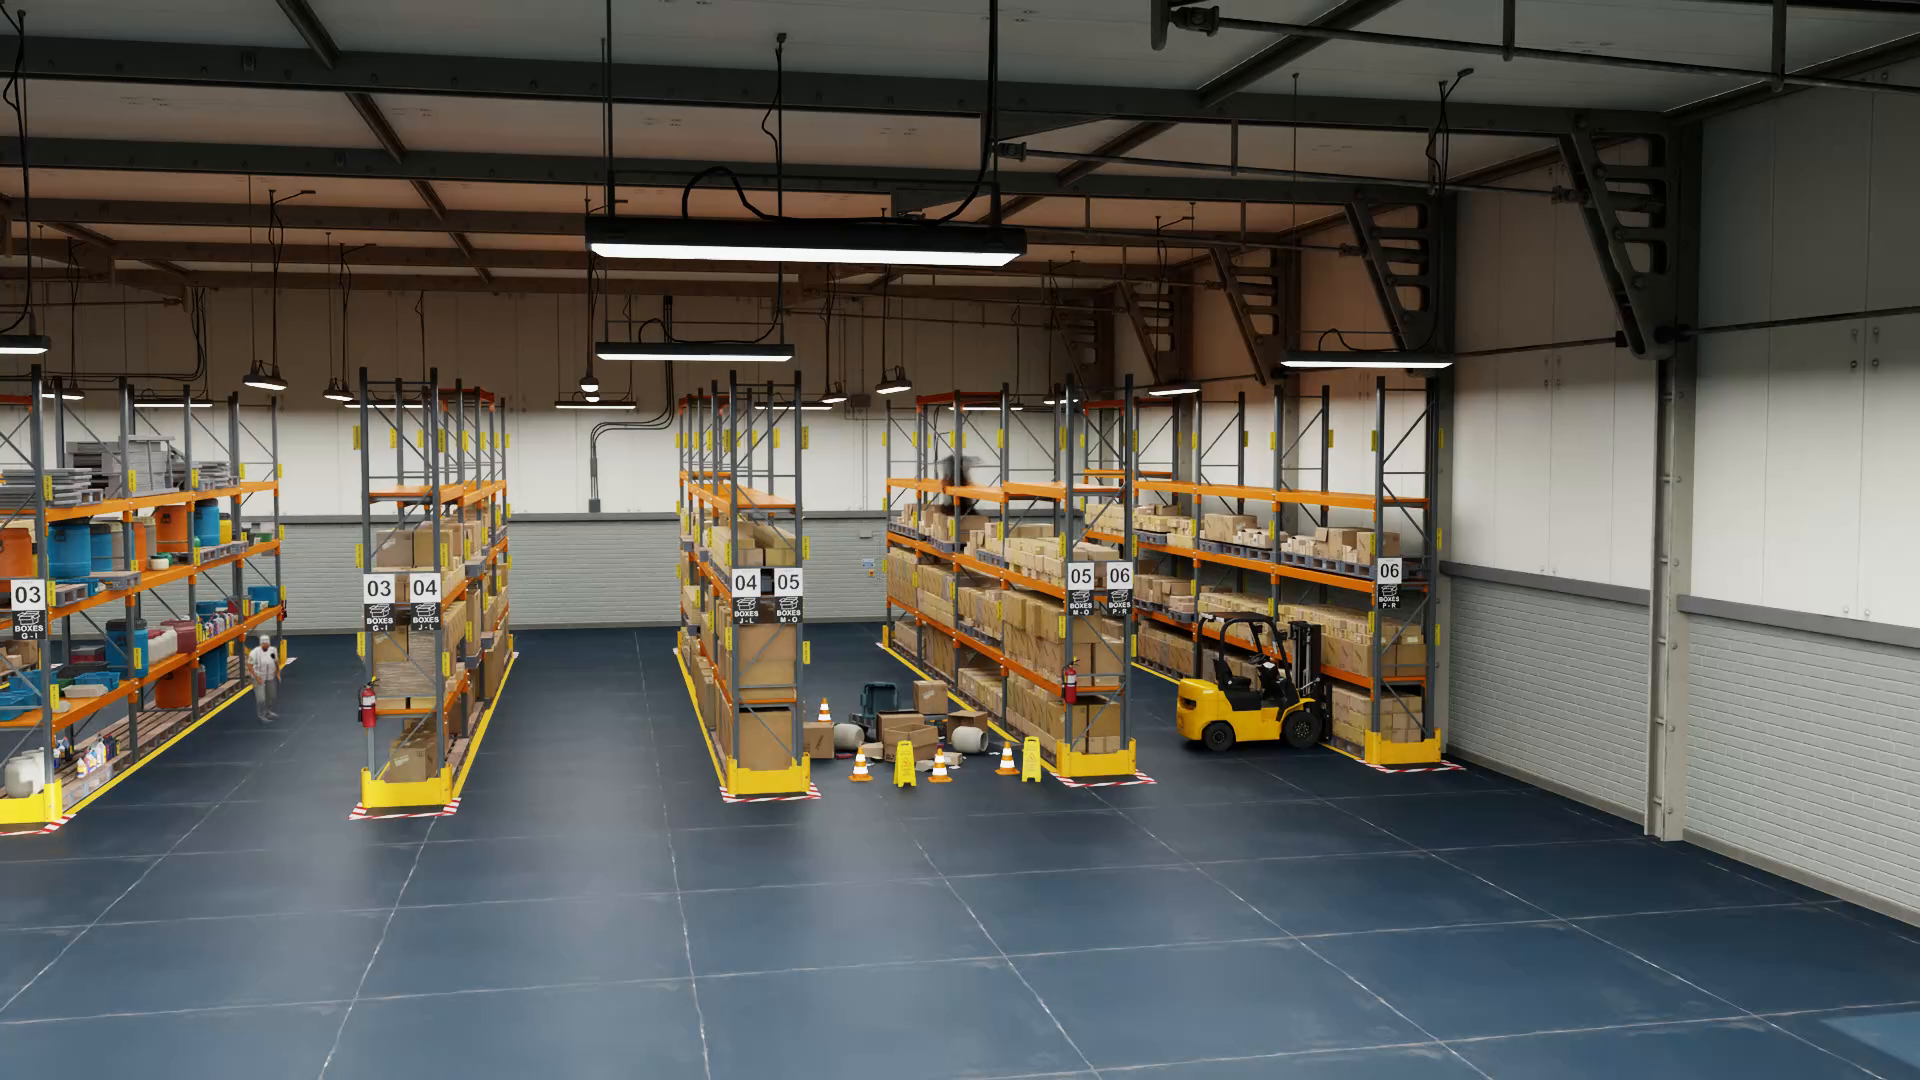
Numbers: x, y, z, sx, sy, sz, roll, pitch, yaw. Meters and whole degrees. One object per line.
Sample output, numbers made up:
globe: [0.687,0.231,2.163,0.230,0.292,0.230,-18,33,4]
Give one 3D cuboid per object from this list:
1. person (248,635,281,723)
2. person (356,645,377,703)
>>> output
person: [-12.380,2.464,29.578,0.610,1.605,0.813,-3,5,-45]
person: [-10.963,2.353,31.018,0.579,1.620,0.764,-1,4,-21]
